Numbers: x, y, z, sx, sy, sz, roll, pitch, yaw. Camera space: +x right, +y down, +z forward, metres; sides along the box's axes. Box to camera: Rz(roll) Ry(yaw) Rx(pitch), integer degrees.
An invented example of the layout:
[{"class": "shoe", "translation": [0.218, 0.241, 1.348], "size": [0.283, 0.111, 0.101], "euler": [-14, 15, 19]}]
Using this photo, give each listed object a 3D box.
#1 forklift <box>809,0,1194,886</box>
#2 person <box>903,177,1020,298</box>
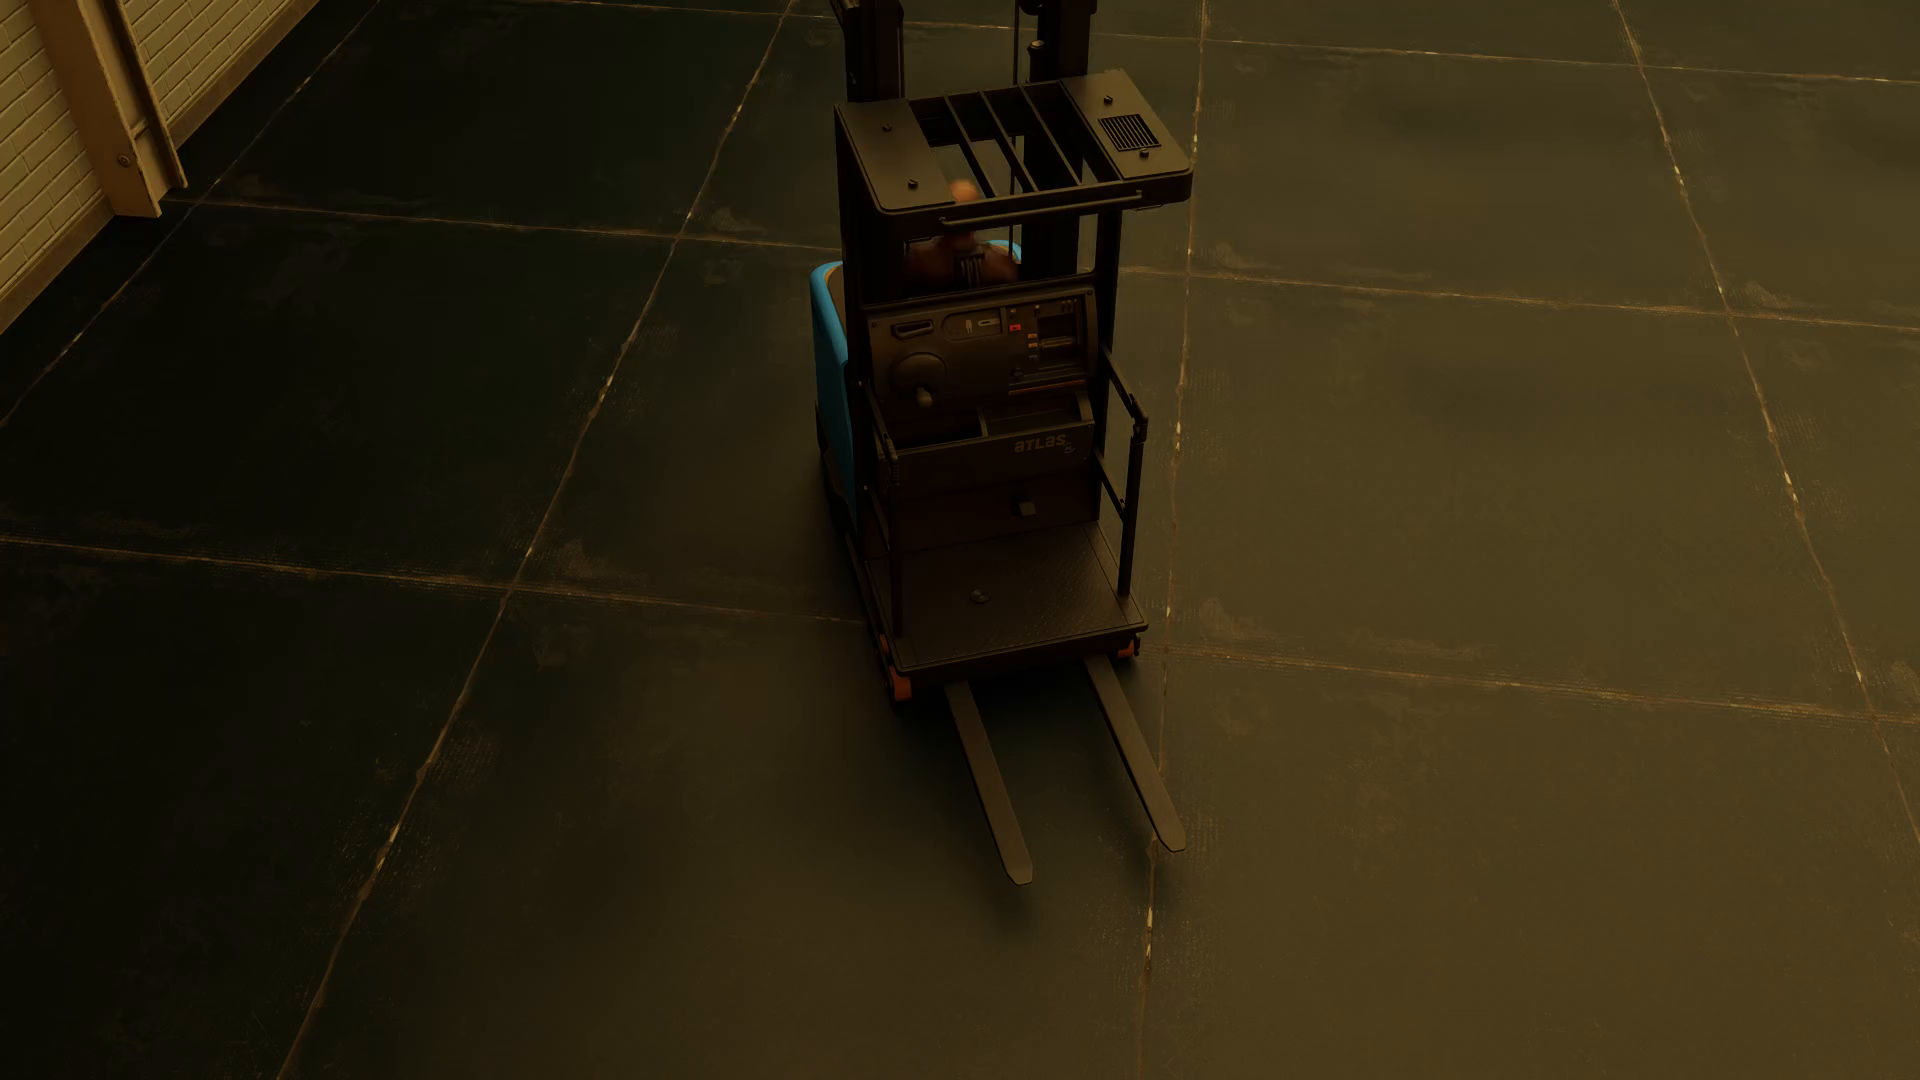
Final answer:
[{"class": "forklift", "translation": [0.153, -0.681, 6.465], "size": [1.130, 2.935, 3.031], "euler": [-10, 44, -11]}, {"class": "person", "translation": [0.002, -0.804, 7.153], "size": [0.563, 1.705, 0.324], "euler": [5, 43, 6]}]
